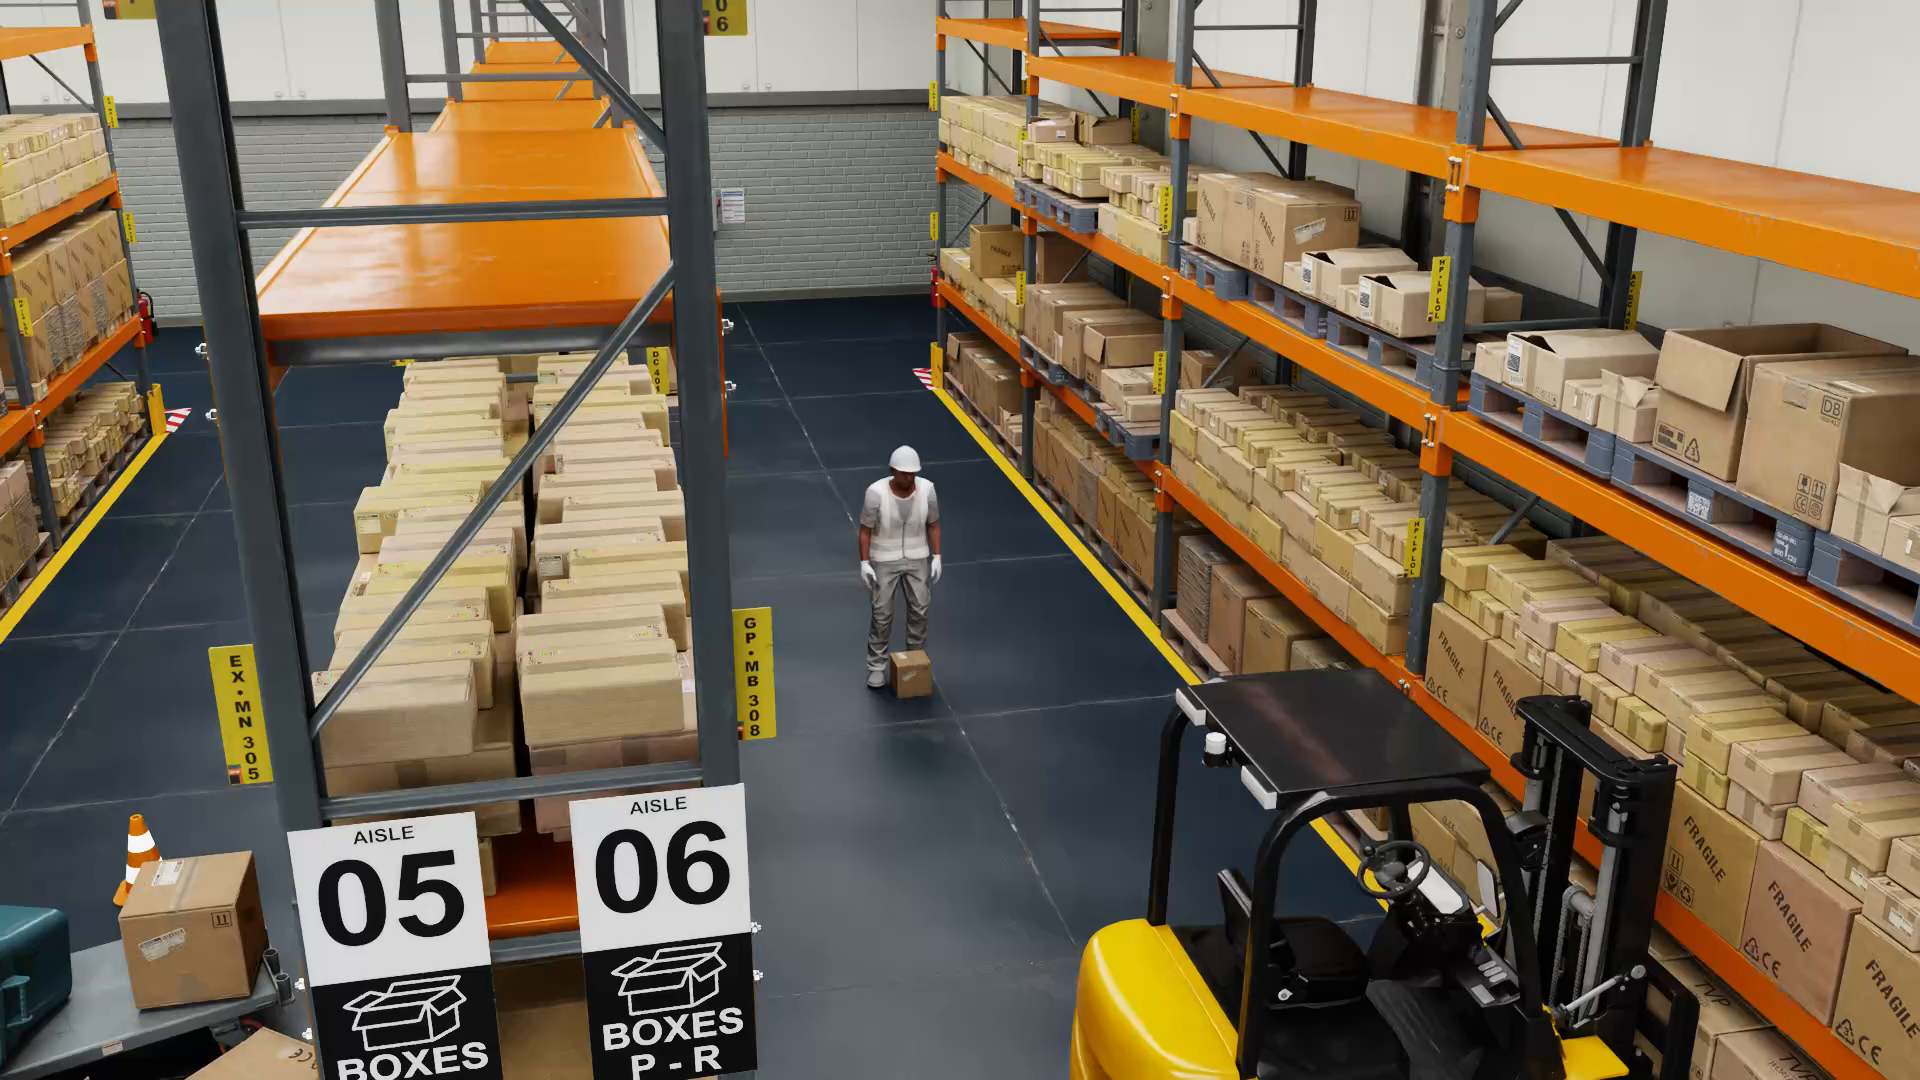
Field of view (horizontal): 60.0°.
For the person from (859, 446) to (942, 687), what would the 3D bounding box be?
[{"bbox_3d":[-0.421,0.171,11.890,0.608,1.772,0.448,-5,20,-15],"label":"person"}]
